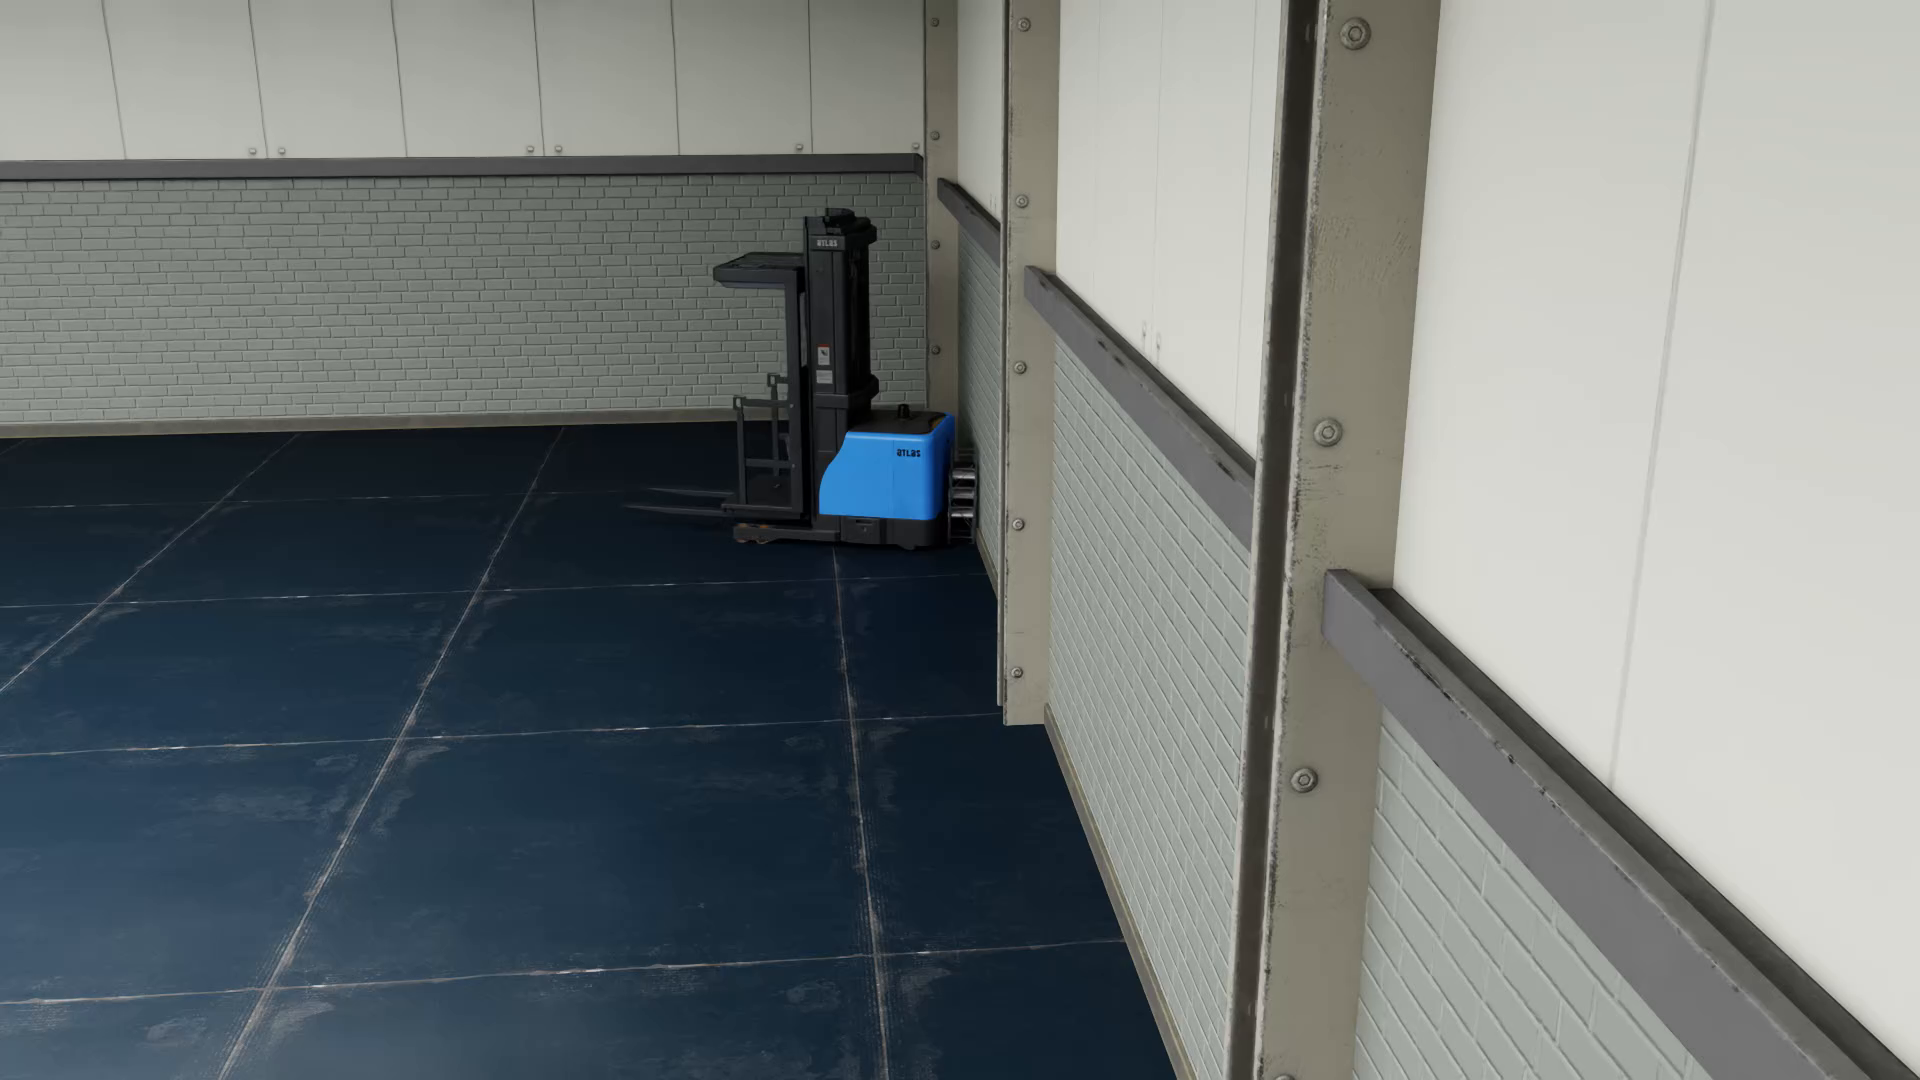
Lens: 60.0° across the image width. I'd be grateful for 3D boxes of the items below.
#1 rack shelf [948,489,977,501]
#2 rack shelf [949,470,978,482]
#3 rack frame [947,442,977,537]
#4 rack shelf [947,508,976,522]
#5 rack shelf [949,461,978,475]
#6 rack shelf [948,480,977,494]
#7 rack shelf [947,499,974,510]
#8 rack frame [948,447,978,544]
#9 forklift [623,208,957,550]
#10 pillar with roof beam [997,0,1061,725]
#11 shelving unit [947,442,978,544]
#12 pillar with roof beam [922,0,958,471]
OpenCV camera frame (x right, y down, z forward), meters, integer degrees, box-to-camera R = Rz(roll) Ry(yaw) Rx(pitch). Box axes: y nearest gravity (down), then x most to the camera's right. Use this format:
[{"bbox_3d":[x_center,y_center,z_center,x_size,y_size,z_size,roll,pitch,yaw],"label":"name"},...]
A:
[{"bbox_3d":[0.021,-0.395,15.099,0.258,0.077,0.200,1,17,-3],"label":"rack shelf"},{"bbox_3d":[0.028,-0.566,15.045,0.258,0.077,0.200,1,17,-3],"label":"rack shelf"},{"bbox_3d":[0.018,-0.457,15.186,0.240,0.900,0.006,1,17,-3],"label":"rack frame"},{"bbox_3d":[0.014,-0.223,15.153,0.258,0.077,0.200,1,17,-3],"label":"rack shelf"},{"bbox_3d":[0.032,-0.652,15.018,0.258,0.077,0.200,1,17,-3],"label":"rack shelf"},{"bbox_3d":[0.025,-0.480,15.072,0.258,0.077,0.200,1,17,-3],"label":"rack shelf"},{"bbox_3d":[0.018,-0.309,15.126,0.258,0.077,0.200,1,17,-3],"label":"rack shelf"},{"bbox_3d":[0.027,-0.396,14.992,0.240,0.900,0.006,1,17,-3],"label":"rack frame"},{"bbox_3d":[-1.603,-1.513,15.175,3.031,2.935,1.130,4,18,11],"label":"forklift"},{"bbox_3d":[-3.849,-2.970,9.685,9.100,9.000,0.400,-2,18,-6],"label":"pillar with roof beam"},{"bbox_3d":[0.023,-0.426,15.089,0.258,0.900,0.210,1,17,-3],"label":"shelving unit"},{"bbox_3d":[-4.468,-4.757,15.379,9.100,9.000,0.400,-2,18,-6],"label":"pillar with roof beam"}]
